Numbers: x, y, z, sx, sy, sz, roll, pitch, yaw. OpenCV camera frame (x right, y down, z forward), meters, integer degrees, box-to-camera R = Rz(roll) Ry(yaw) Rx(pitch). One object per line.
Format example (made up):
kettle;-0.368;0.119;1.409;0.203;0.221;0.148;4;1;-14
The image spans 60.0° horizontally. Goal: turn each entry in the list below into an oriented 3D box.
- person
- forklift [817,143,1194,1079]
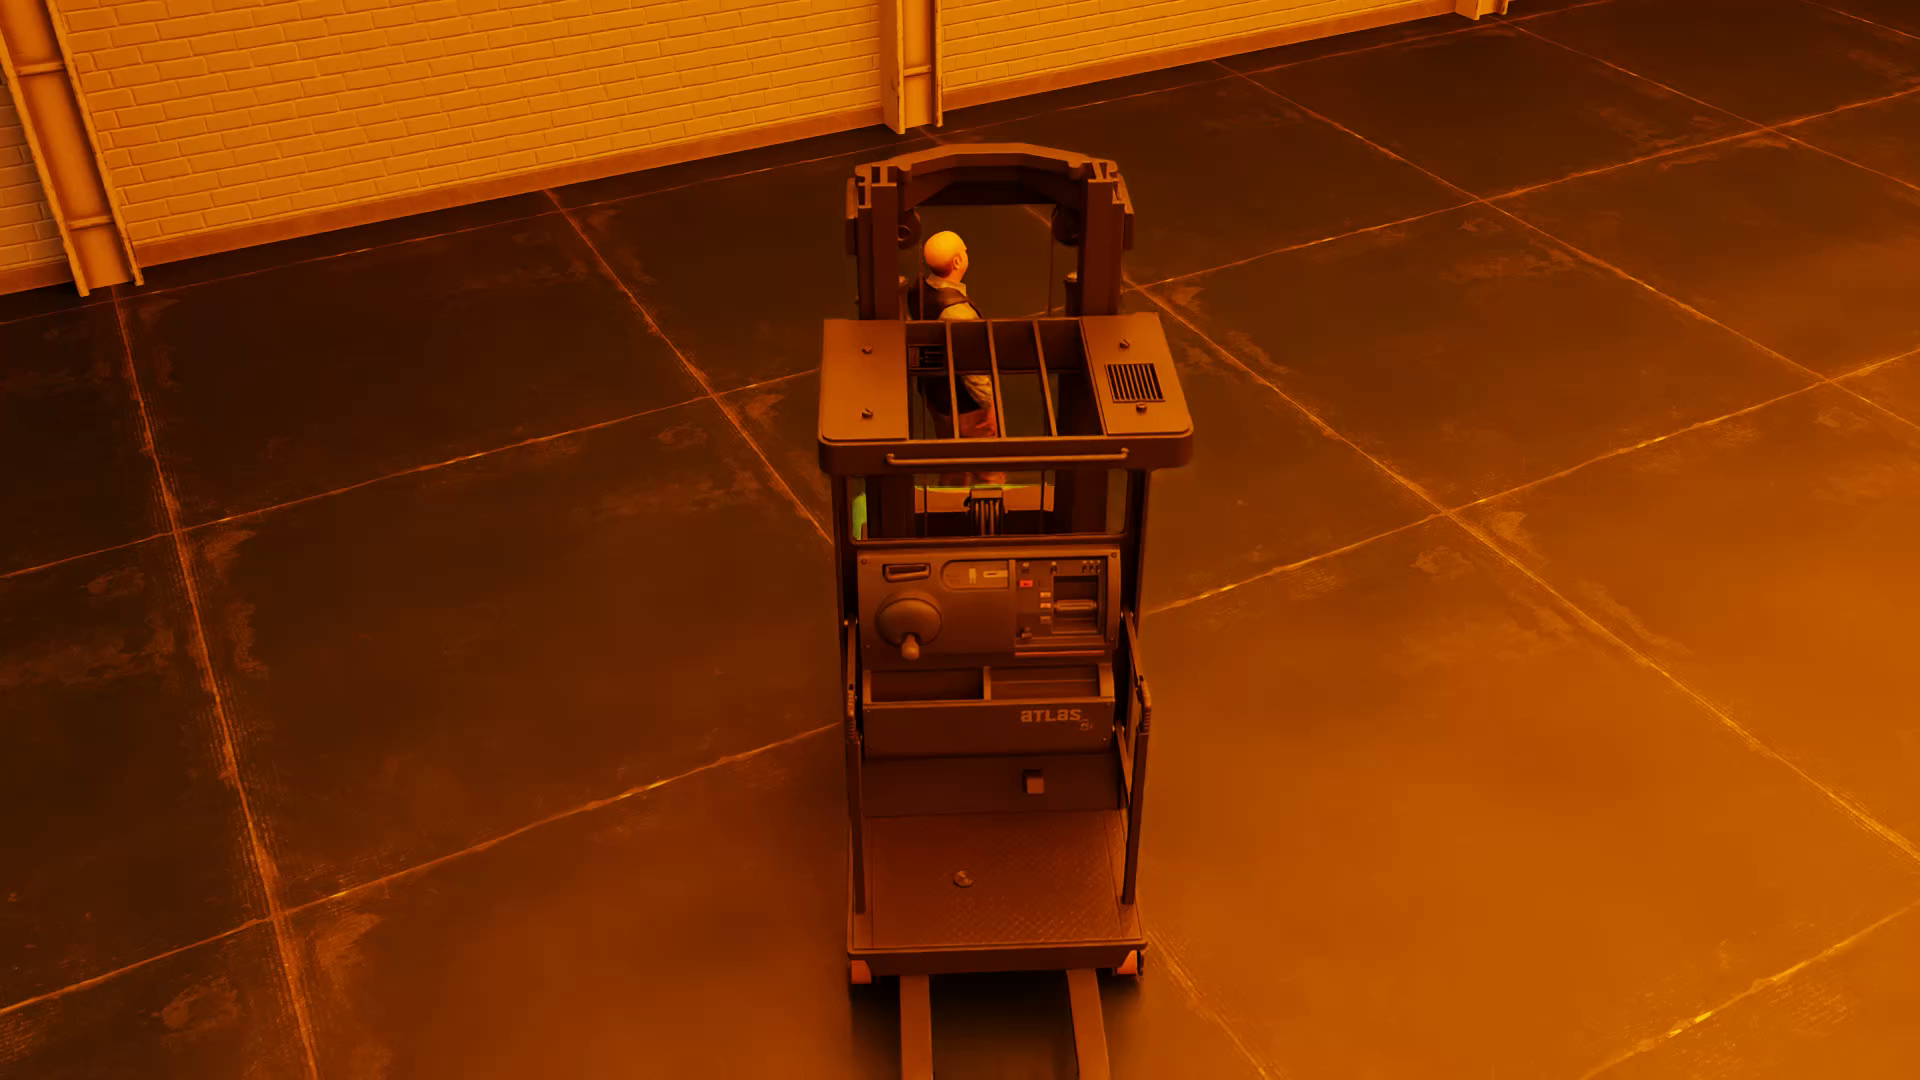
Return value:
person;0.059;-0.722;8.180;0.566;1.722;0.633;-17;39;-23
forklift;0.116;0.287;5.717;1.130;2.935;3.031;-1;35;-2
